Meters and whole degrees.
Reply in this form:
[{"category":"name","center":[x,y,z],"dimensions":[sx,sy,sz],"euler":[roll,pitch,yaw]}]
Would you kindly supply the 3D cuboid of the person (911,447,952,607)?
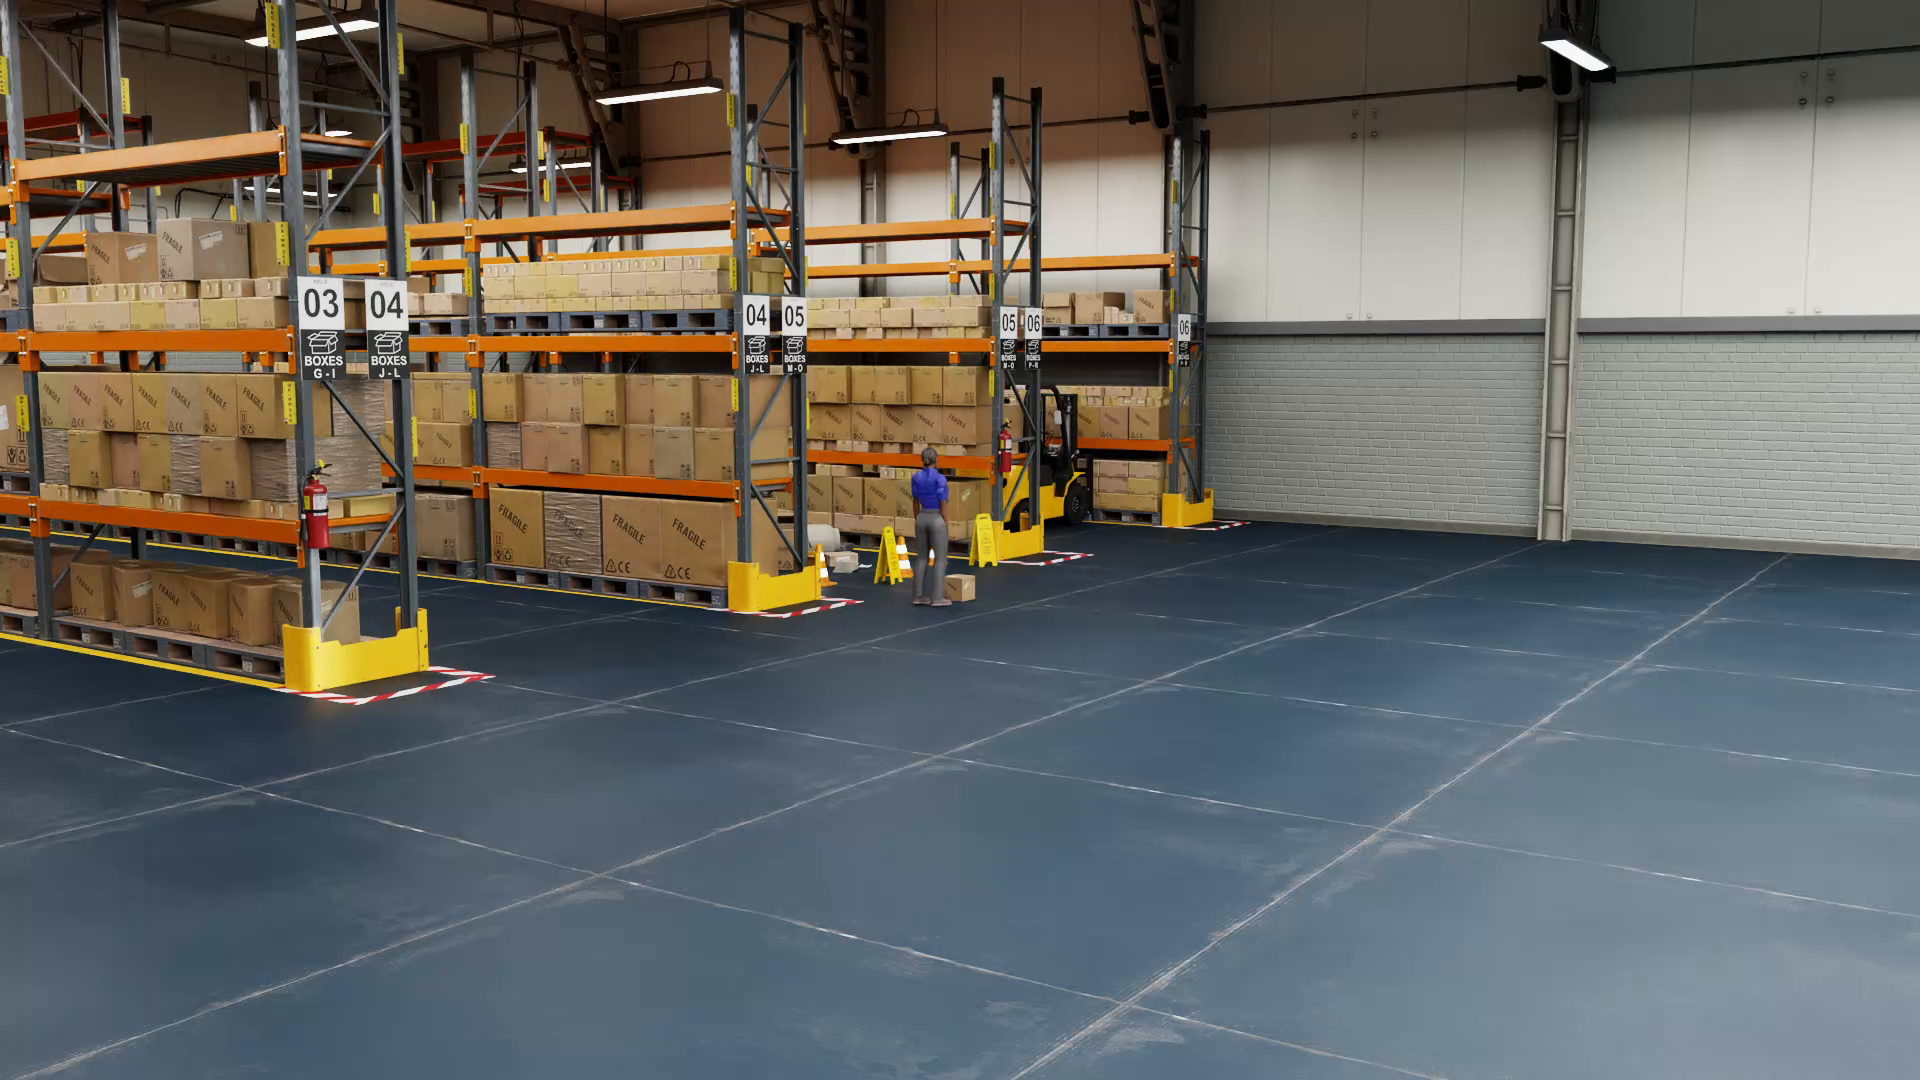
[{"category":"person","center":[-0.303,-0.141,17.290],"dimensions":[0.436,1.657,0.304],"euler":[5,8,35]}]
